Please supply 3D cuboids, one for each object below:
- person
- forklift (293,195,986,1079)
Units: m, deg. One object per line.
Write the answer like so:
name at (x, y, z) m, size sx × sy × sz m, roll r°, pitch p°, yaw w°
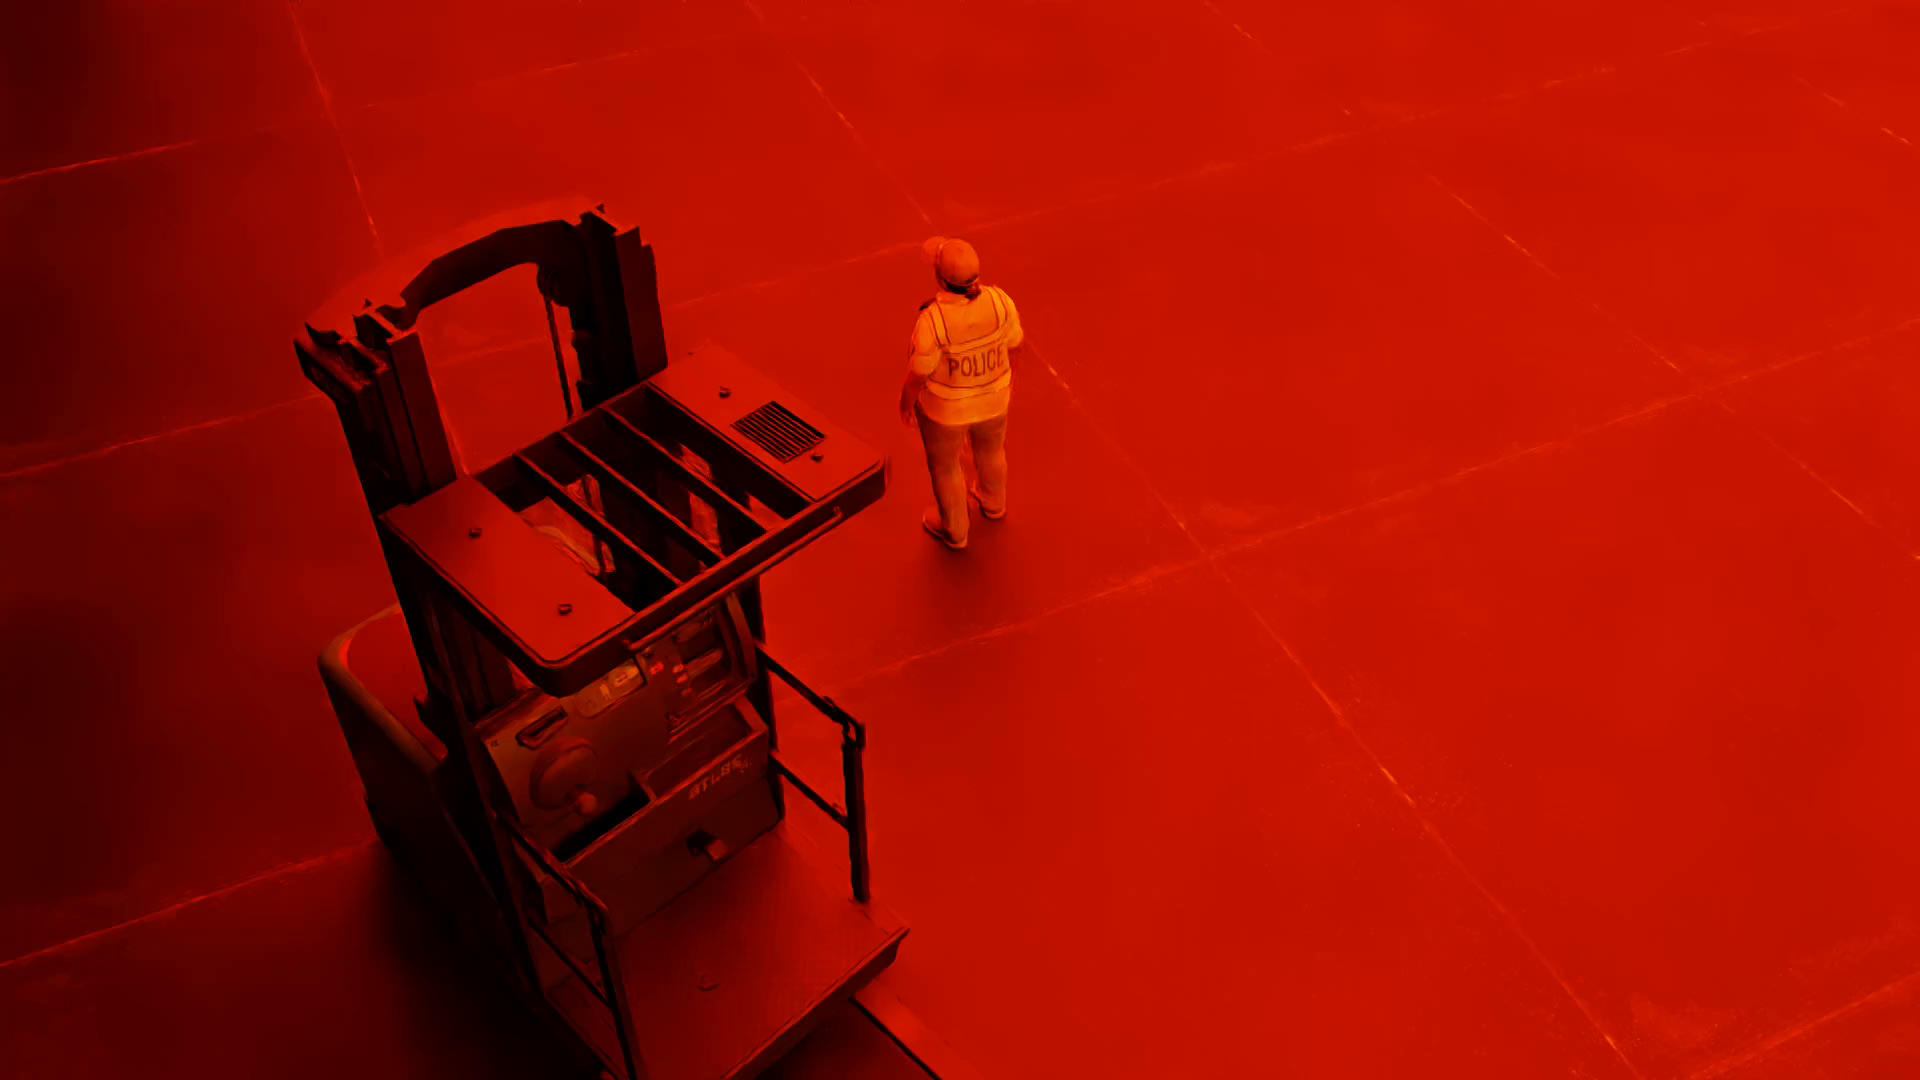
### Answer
person at (-0.012, -0.669, 7.312) m, size 0.598 × 1.669 × 0.529 m, roll -18°, pitch 46°, yaw -18°
forklift at (-0.888, 0.576, 5.063) m, size 1.130 × 2.935 × 3.031 m, roll -34°, pitch 53°, yaw -31°
